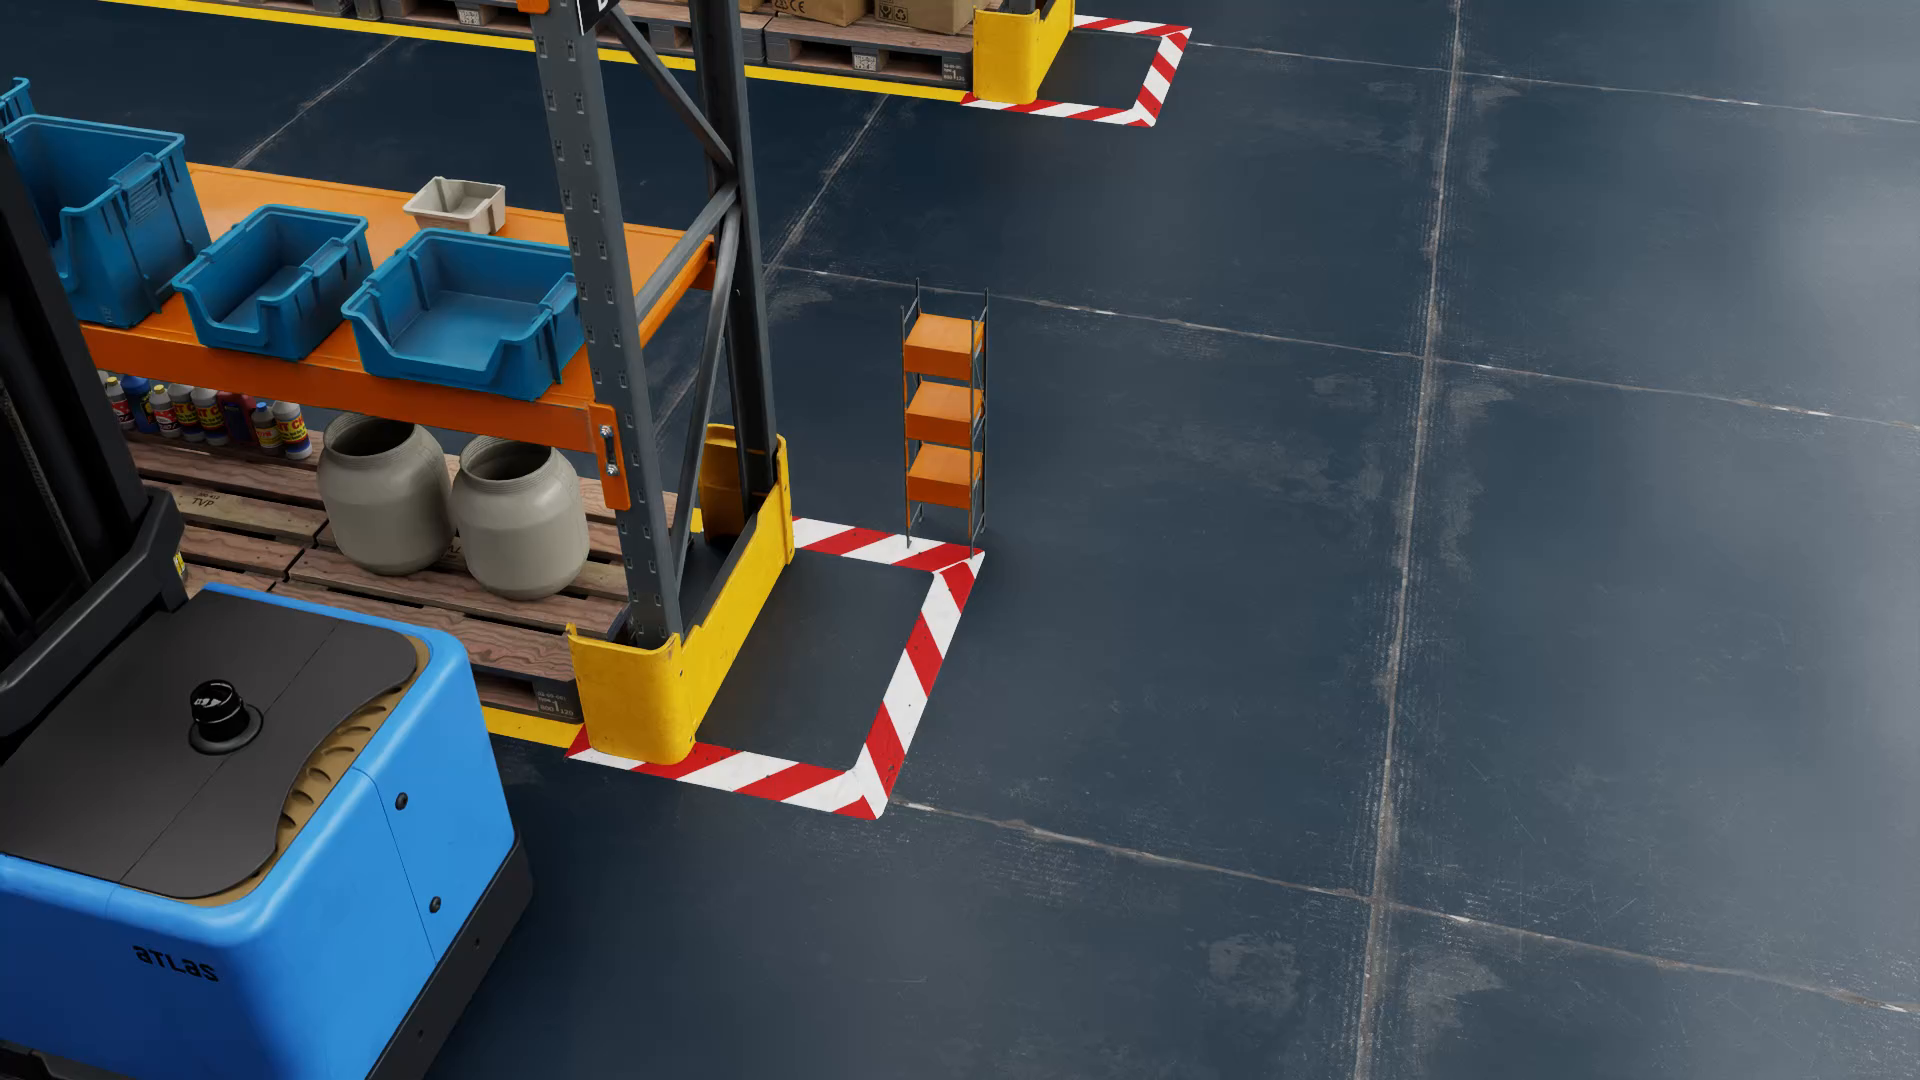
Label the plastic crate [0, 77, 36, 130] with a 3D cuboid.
[{"bbox_3d":[-3.558,-1.410,5.712,0.616,0.251,0.499,10,41,11],"label":"plastic crate"}]

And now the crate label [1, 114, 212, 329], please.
[{"bbox_3d":[-2.681,-0.969,5.044,0.616,0.435,0.502,10,41,11],"label":"crate label"}]

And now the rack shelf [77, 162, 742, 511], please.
[{"bbox_3d":[-2.765,-0.875,5.518,4.000,0.370,1.077,10,41,11],"label":"rack shelf"}]

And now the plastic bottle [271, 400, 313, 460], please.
[{"bbox_3d":[-2.504,-0.436,6.216,0.097,0.271,0.097,0,40,0],"label":"plastic bottle"}]

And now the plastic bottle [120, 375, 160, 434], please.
[{"bbox_3d":[-3.127,-0.544,6.344,0.097,0.271,0.097,0,40,0],"label":"plastic bottle"}]

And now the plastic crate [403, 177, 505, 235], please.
[{"bbox_3d":[-1.614,-1.065,5.391,0.250,0.136,0.298,10,41,11],"label":"plastic crate"}]

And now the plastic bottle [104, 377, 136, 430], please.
[{"bbox_3d":[-3.226,-0.534,6.387,0.097,0.201,0.097,0,40,0],"label":"plastic bottle"}]

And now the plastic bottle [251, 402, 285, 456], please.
[{"bbox_3d":[-2.604,-0.427,6.259,0.097,0.201,0.097,0,40,0],"label":"plastic bottle"}]

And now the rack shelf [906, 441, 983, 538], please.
[{"bbox_3d":[-0.052,-0.190,6.109,0.240,0.259,0.215,10,41,11],"label":"rack shelf"}]

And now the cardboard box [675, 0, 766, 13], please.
[{"bbox_3d":[-1.338,-3.406,9.591,0.500,0.500,0.500,13,42,15],"label":"cardboard box"}]

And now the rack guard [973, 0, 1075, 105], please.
[{"bbox_3d":[0.374,-2.950,9.374,0.348,0.500,1.175,10,41,11],"label":"rack guard"}]

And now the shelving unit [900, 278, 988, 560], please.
[{"bbox_3d":[-0.052,-0.411,5.923,0.252,1.050,0.215,10,41,11],"label":"shelving unit"}]

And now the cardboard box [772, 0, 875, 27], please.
[{"bbox_3d":[-0.738,-3.291,9.453,0.500,0.500,0.500,20,44,23],"label":"cardboard box"}]

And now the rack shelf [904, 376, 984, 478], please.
[{"bbox_3d":[-0.052,-0.403,5.930,0.240,0.259,0.215,10,41,11],"label":"rack shelf"}]

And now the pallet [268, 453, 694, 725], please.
[{"bbox_3d":[-1.702,0.128,5.933,1.213,0.211,1.003,10,41,11],"label":"pallet"}]

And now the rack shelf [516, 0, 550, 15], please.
[{"bbox_3d":[-2.765,-2.023,4.554,4.000,0.370,1.077,10,41,11],"label":"rack shelf"}]

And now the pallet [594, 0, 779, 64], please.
[{"bbox_3d":[-1.576,-3.201,9.897,1.213,0.211,1.003,10,41,11],"label":"pallet"}]

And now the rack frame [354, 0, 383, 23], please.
[{"bbox_3d":[-3.417,-4.560,9.347,0.127,3.000,1.000,10,41,11],"label":"rack frame"}]

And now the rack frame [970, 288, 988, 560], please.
[{"bbox_3d":[0.066,-0.391,5.899,0.008,1.050,0.200,10,41,11],"label":"rack frame"}]

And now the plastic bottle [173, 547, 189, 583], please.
[{"bbox_3d":[-2.720,0.053,5.689,0.097,0.201,0.097,0,40,0],"label":"plastic bottle"}]

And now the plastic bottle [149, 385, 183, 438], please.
[{"bbox_3d":[-3.027,-0.500,6.346,0.097,0.201,0.097,0,40,0],"label":"plastic bottle"}]

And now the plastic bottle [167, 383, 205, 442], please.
[{"bbox_3d":[-2.931,-0.510,6.304,0.097,0.271,0.097,0,40,0],"label":"plastic bottle"}]

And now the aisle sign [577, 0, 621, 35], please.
[{"bbox_3d":[-0.840,-1.617,3.821,0.004,0.787,0.394,10,41,11],"label":"aisle sign"}]

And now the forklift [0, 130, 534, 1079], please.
[{"bbox_3d":[-2.833,-0.023,3.998,3.031,2.935,1.130,11,41,12],"label":"forklift"}]

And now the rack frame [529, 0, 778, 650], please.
[{"bbox_3d":[-0.833,-0.818,4.891,0.127,3.000,1.000,10,41,11],"label":"rack frame"}]

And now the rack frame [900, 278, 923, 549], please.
[{"bbox_3d":[-0.169,-0.432,5.947,0.008,1.050,0.200,10,41,11],"label":"rack frame"}]

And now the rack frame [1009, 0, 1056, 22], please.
[{"bbox_3d":[0.448,-3.895,8.555,0.127,3.000,1.000,10,41,11],"label":"rack frame"}]

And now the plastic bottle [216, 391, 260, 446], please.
[{"bbox_3d":[-2.718,-0.490,6.271,0.133,0.283,0.061,10,41,12],"label":"plastic bottle"}]

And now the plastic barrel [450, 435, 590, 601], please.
[{"bbox_3d":[-1.488,-0.088,5.630,0.421,0.512,0.421,0,40,0],"label":"plastic barrel"}]

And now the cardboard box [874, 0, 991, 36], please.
[{"bbox_3d":[-0.151,-3.212,9.360,0.500,0.500,0.500,17,43,19],"label":"cardboard box"}]

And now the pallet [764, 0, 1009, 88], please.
[{"bbox_3d":[-0.402,-2.997,9.654,1.213,0.211,1.003,10,41,11],"label":"pallet"}]

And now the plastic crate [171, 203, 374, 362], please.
[{"bbox_3d":[-2.019,-0.769,4.949,0.408,0.251,0.499,10,41,11],"label":"plastic crate"}]

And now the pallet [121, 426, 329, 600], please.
[{"bbox_3d":[-2.877,-0.076,6.176,1.213,0.211,1.003,10,41,11],"label":"pallet"}]

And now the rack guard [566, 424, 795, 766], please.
[{"bbox_3d":[-0.918,0.156,5.675,0.348,0.500,1.175,10,41,11],"label":"rack guard"}]

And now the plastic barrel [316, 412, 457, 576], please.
[{"bbox_3d":[-1.972,-0.171,5.729,0.421,0.512,0.421,0,40,0],"label":"plastic barrel"}]

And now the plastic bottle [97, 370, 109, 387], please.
[{"bbox_3d":[-3.347,-0.565,6.366,0.135,0.276,0.152,10,41,12],"label":"plastic bottle"}]

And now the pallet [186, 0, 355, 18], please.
[{"bbox_3d":[-4.169,-3.620,10.397,1.213,0.211,1.003,10,41,11],"label":"pallet"}]

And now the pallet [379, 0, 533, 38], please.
[{"bbox_3d":[-2.759,-3.402,10.137,1.213,0.211,1.003,10,41,11],"label":"pallet"}]

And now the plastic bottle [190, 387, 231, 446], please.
[{"bbox_3d":[-2.835,-0.493,6.284,0.097,0.271,0.097,0,40,0],"label":"plastic bottle"}]

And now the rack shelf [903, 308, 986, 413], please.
[{"bbox_3d":[-0.052,-0.621,5.748,0.240,0.259,0.215,10,41,11],"label":"rack shelf"}]

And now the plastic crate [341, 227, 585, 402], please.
[{"bbox_3d":[-1.394,-0.658,4.817,0.616,0.251,0.499,10,41,11],"label":"plastic crate"}]
